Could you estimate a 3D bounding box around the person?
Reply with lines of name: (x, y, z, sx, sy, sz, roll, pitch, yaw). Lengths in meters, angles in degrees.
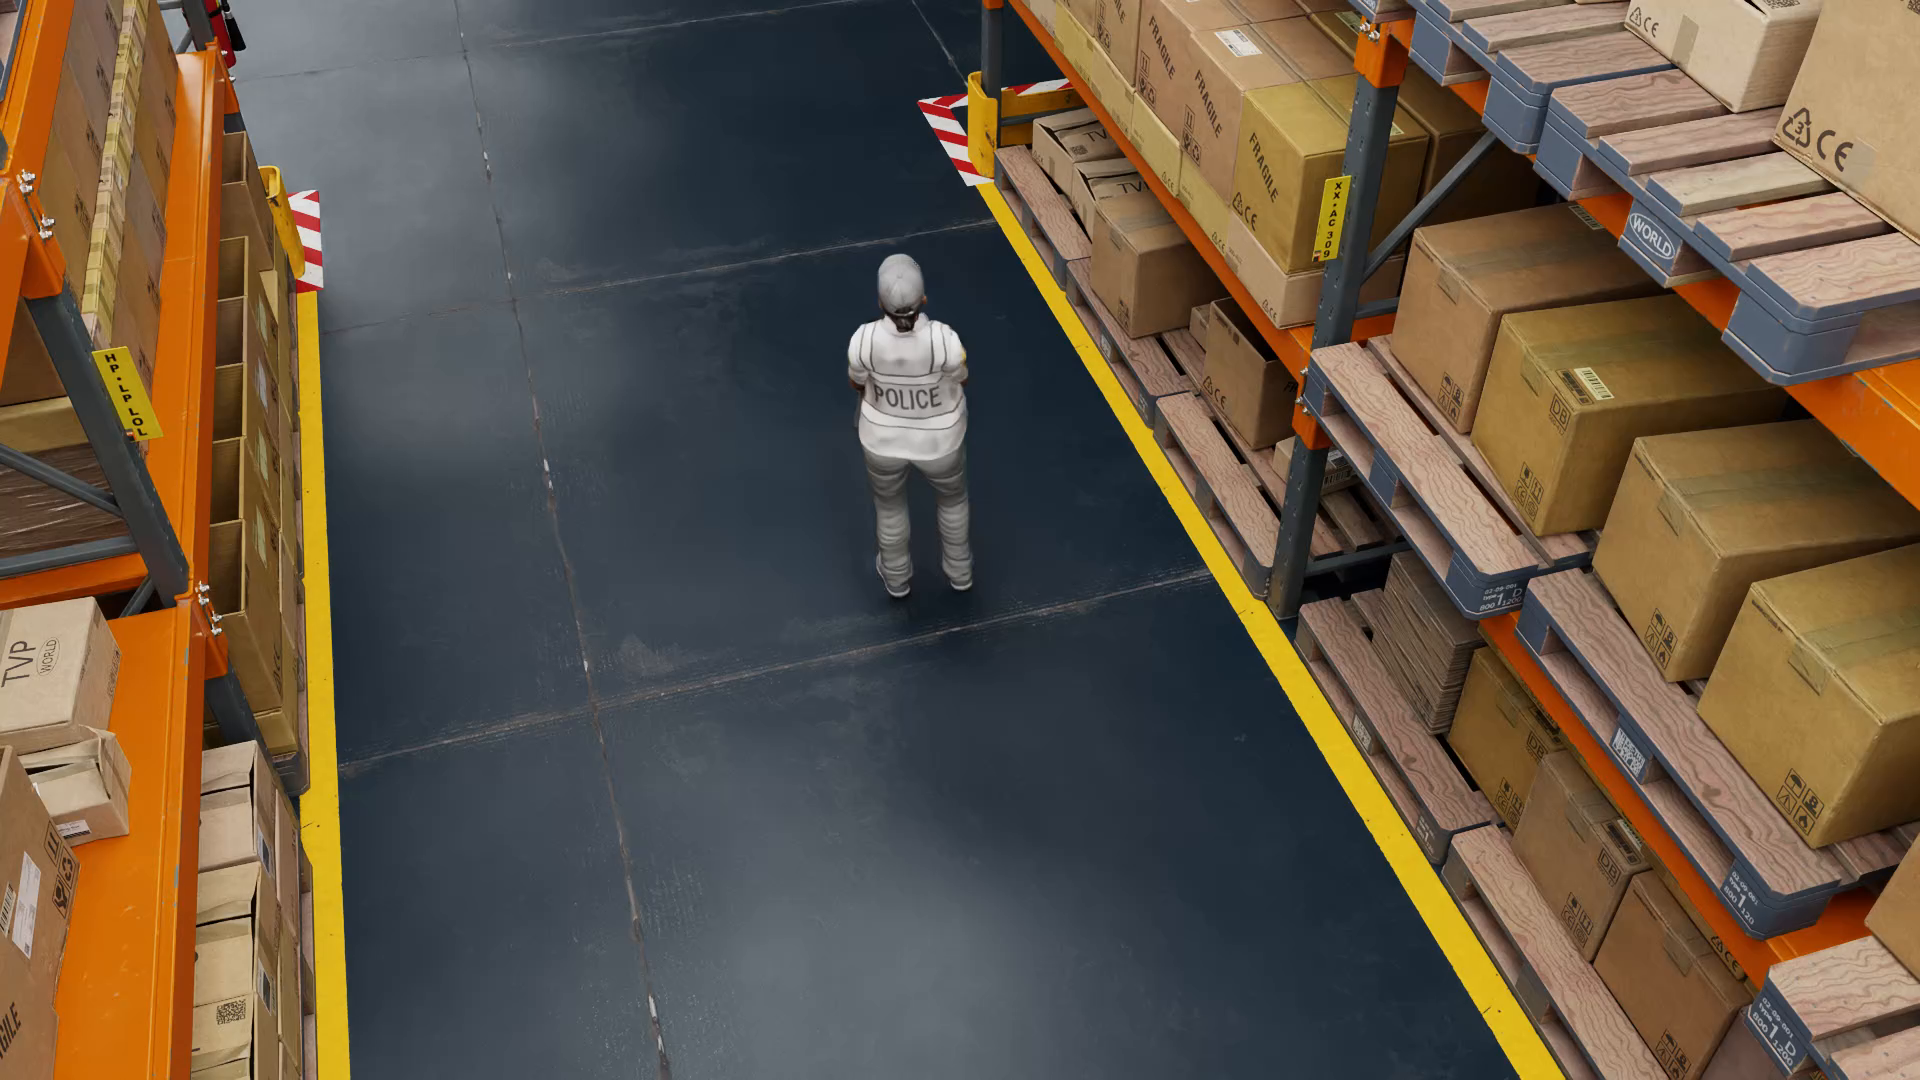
person: (-0.182, -0.452, 6.648, 0.486, 1.670, 0.497, 3, 43, 3)
